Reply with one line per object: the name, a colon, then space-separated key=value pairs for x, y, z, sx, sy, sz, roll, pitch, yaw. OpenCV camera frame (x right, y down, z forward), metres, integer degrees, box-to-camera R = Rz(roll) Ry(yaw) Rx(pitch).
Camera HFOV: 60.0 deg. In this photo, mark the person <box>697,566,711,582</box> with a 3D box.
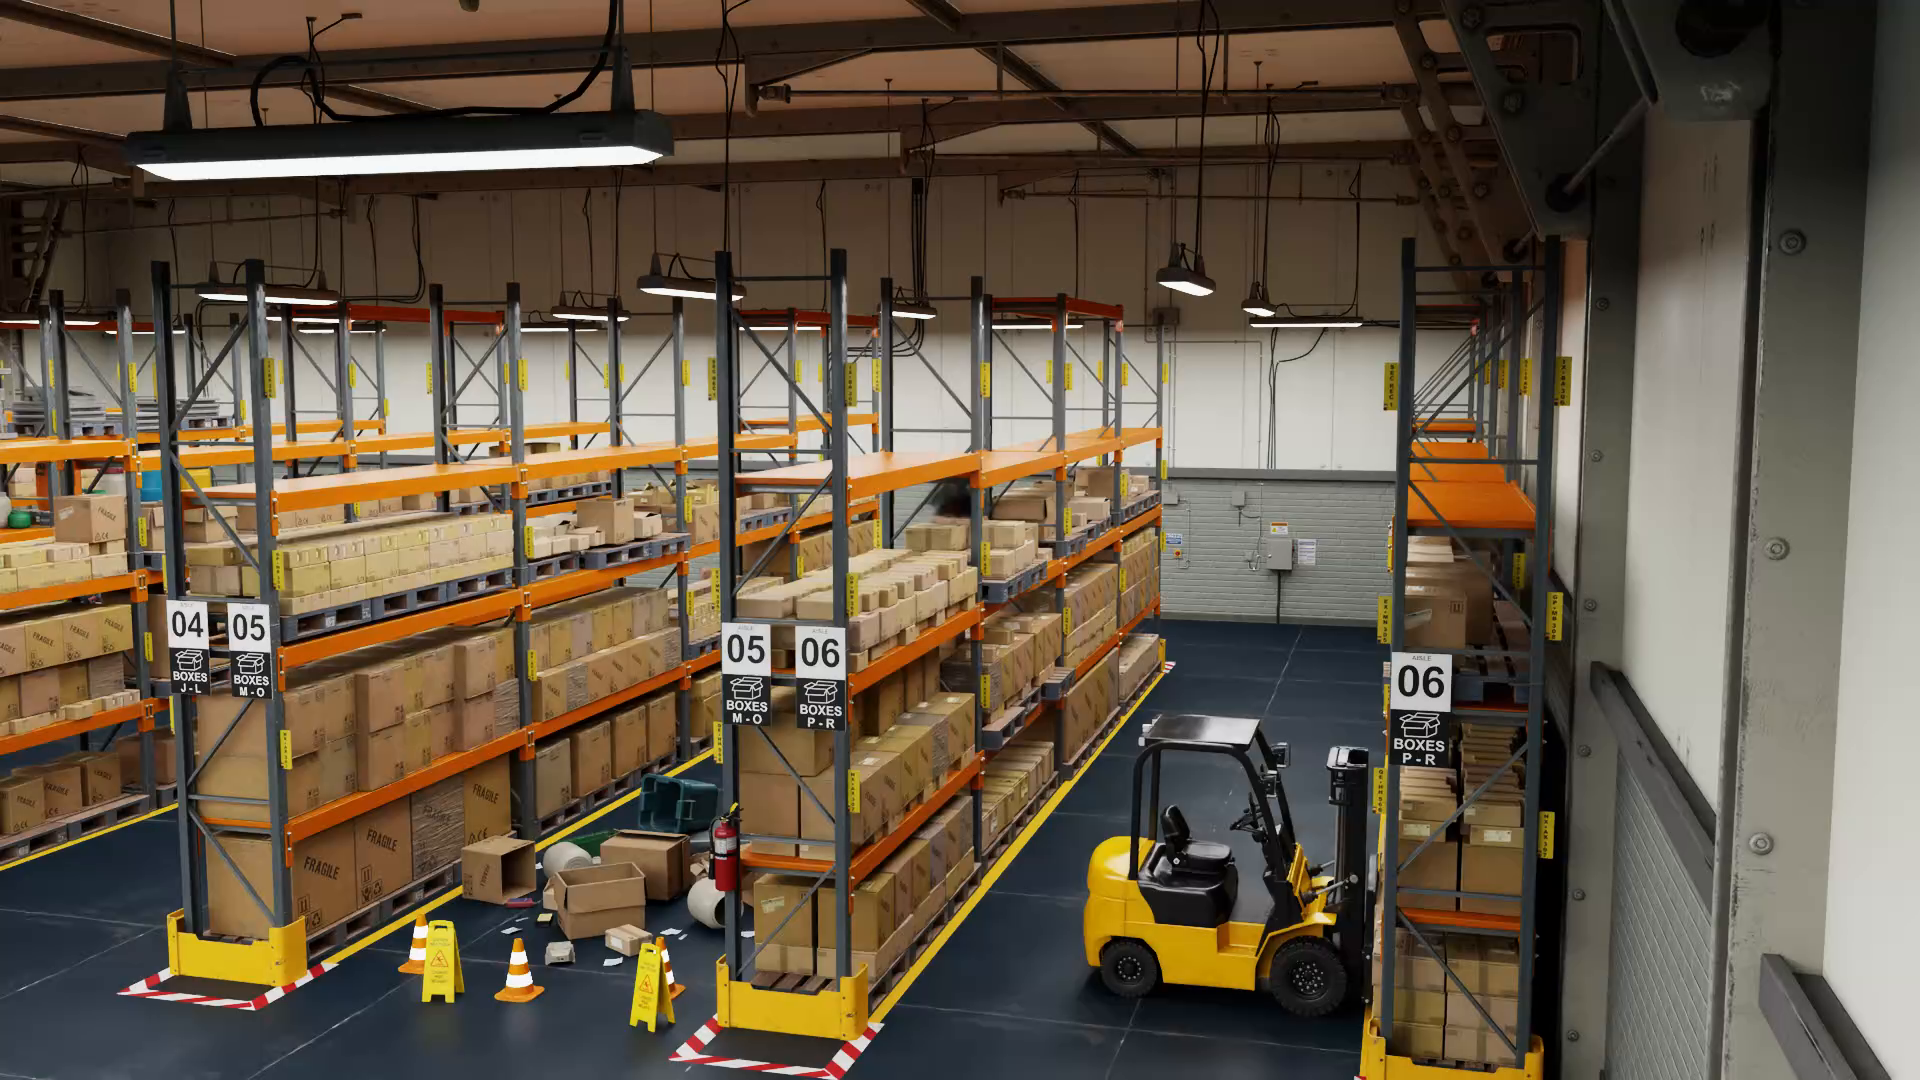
person: x=-4.182 y=1.340 z=27.901 sx=0.677 sy=1.827 sz=0.911 roll=2 pitch=6 yaw=19
